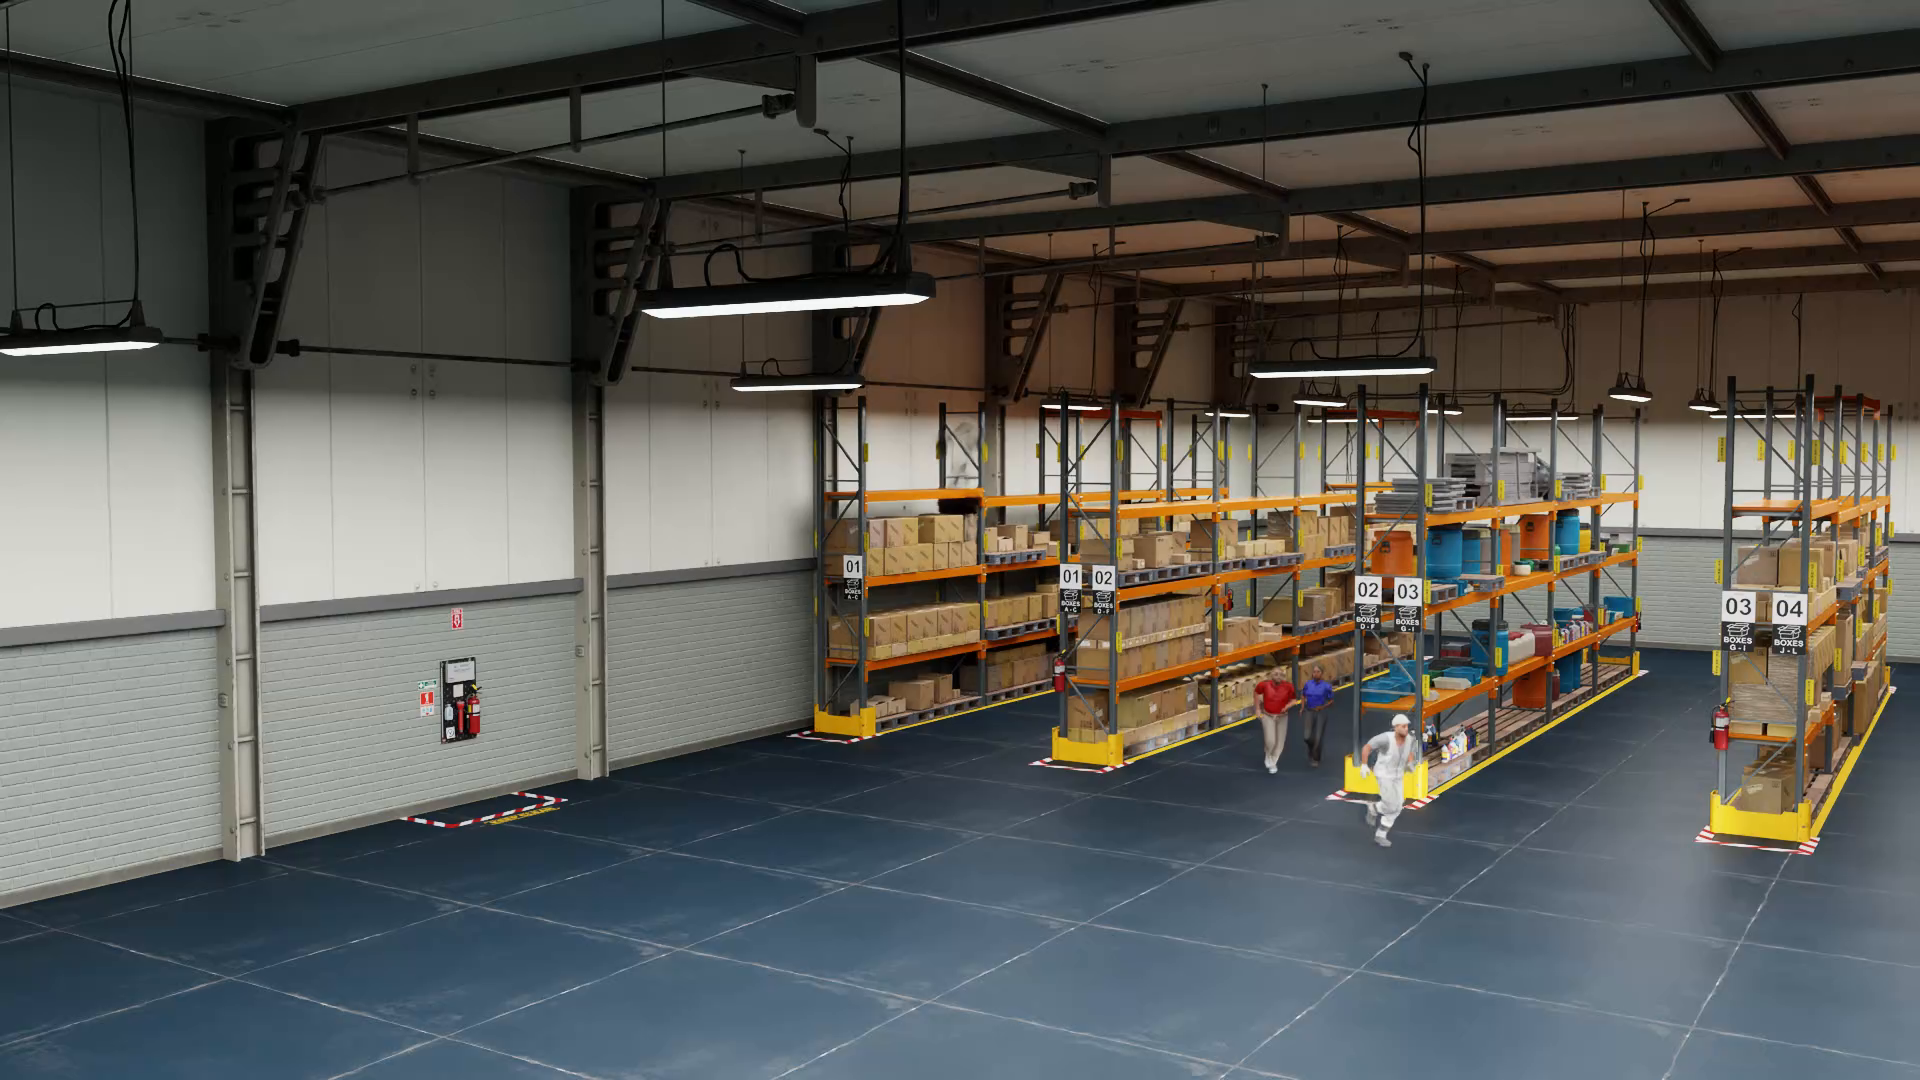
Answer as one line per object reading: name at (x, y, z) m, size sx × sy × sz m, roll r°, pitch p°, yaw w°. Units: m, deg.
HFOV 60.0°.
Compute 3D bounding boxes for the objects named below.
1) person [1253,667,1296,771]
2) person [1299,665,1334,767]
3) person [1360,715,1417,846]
person at (4.919, 2.798, 25.886) m, size 0.628 × 1.661 × 0.705 m, roll 0°, pitch 3°, yaw -1°
person at (5.669, 2.809, 26.522) m, size 0.570 × 1.614 × 0.559 m, roll 2°, pitch 3°, yaw 27°
person at (5.486, 3.048, 21.197) m, size 0.652 × 1.708 × 0.747 m, roll -2°, pitch 3°, yaw -28°
